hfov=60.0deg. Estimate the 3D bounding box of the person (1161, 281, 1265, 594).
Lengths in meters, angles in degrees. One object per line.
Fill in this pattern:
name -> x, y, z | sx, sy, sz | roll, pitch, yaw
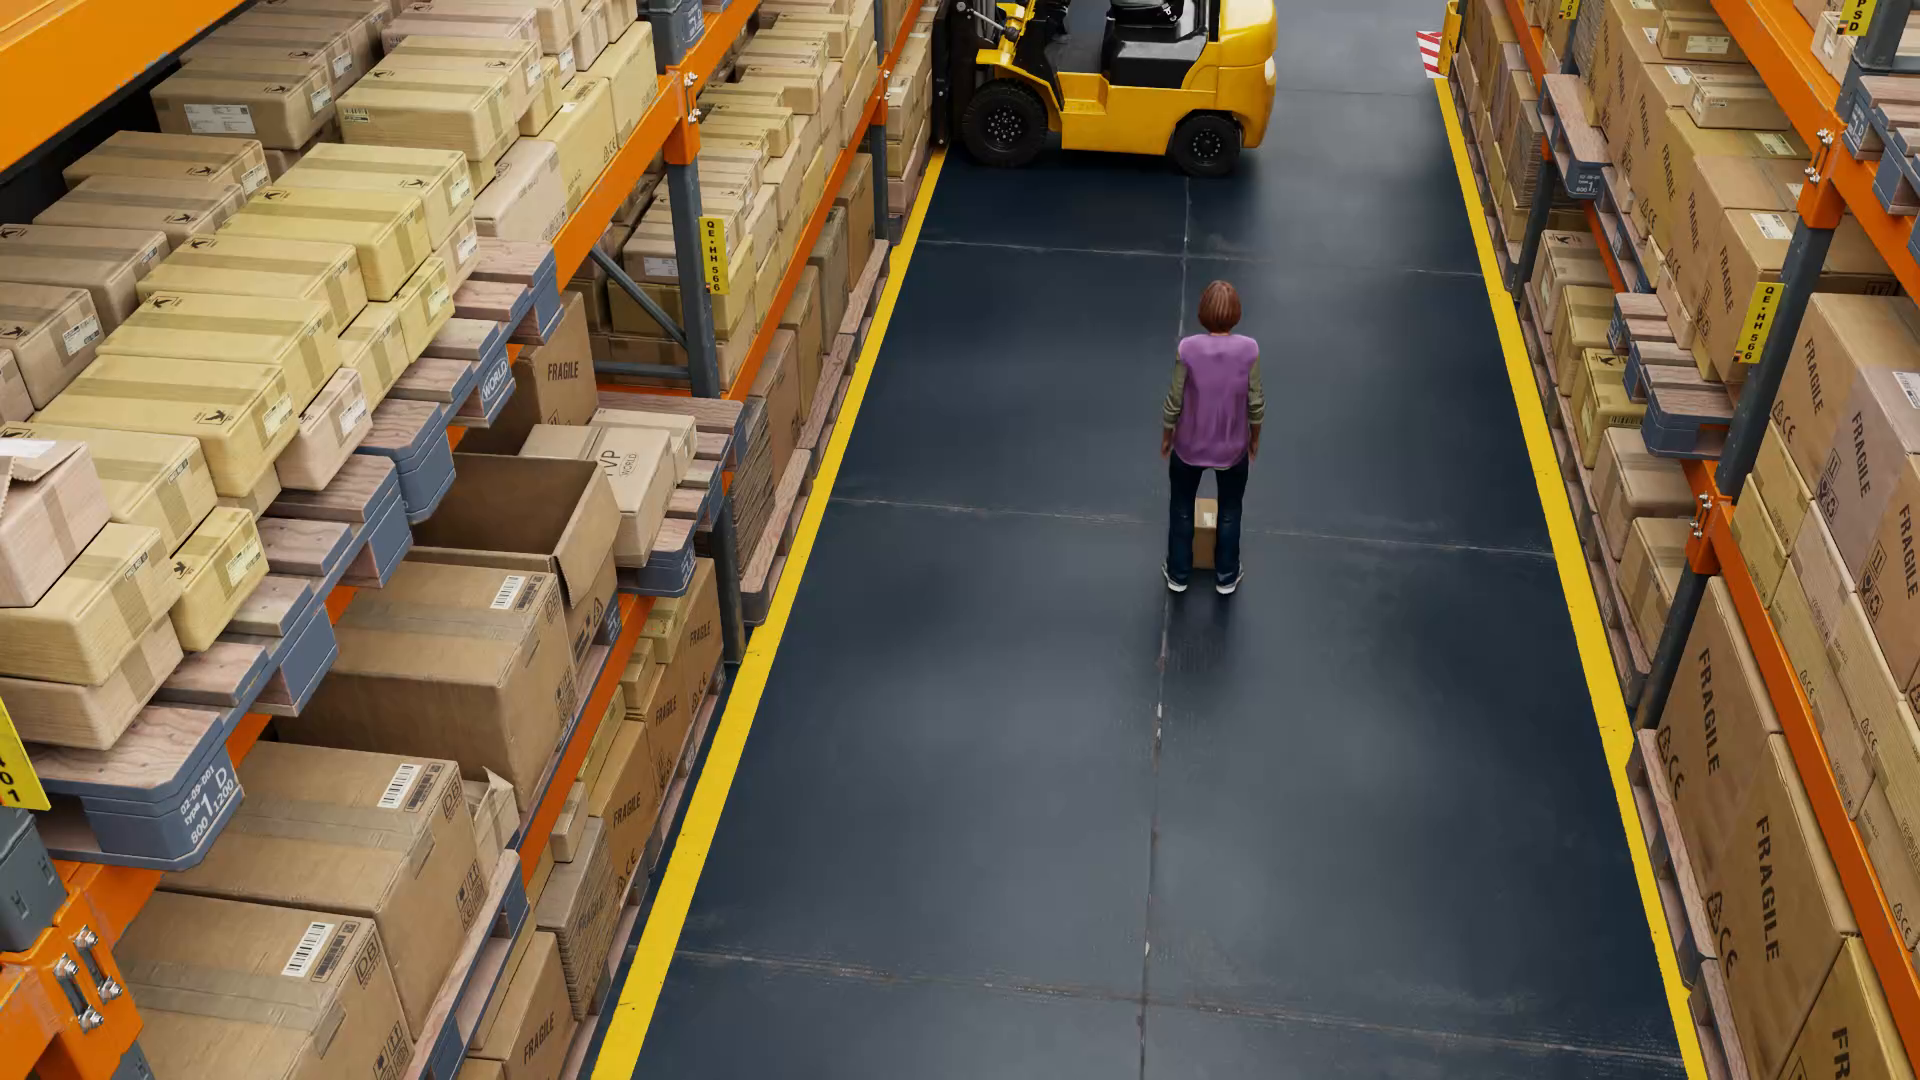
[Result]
person -> 1.148, -0.432, 7.628 | 0.467, 1.590, 0.346 | 3, 37, 4
